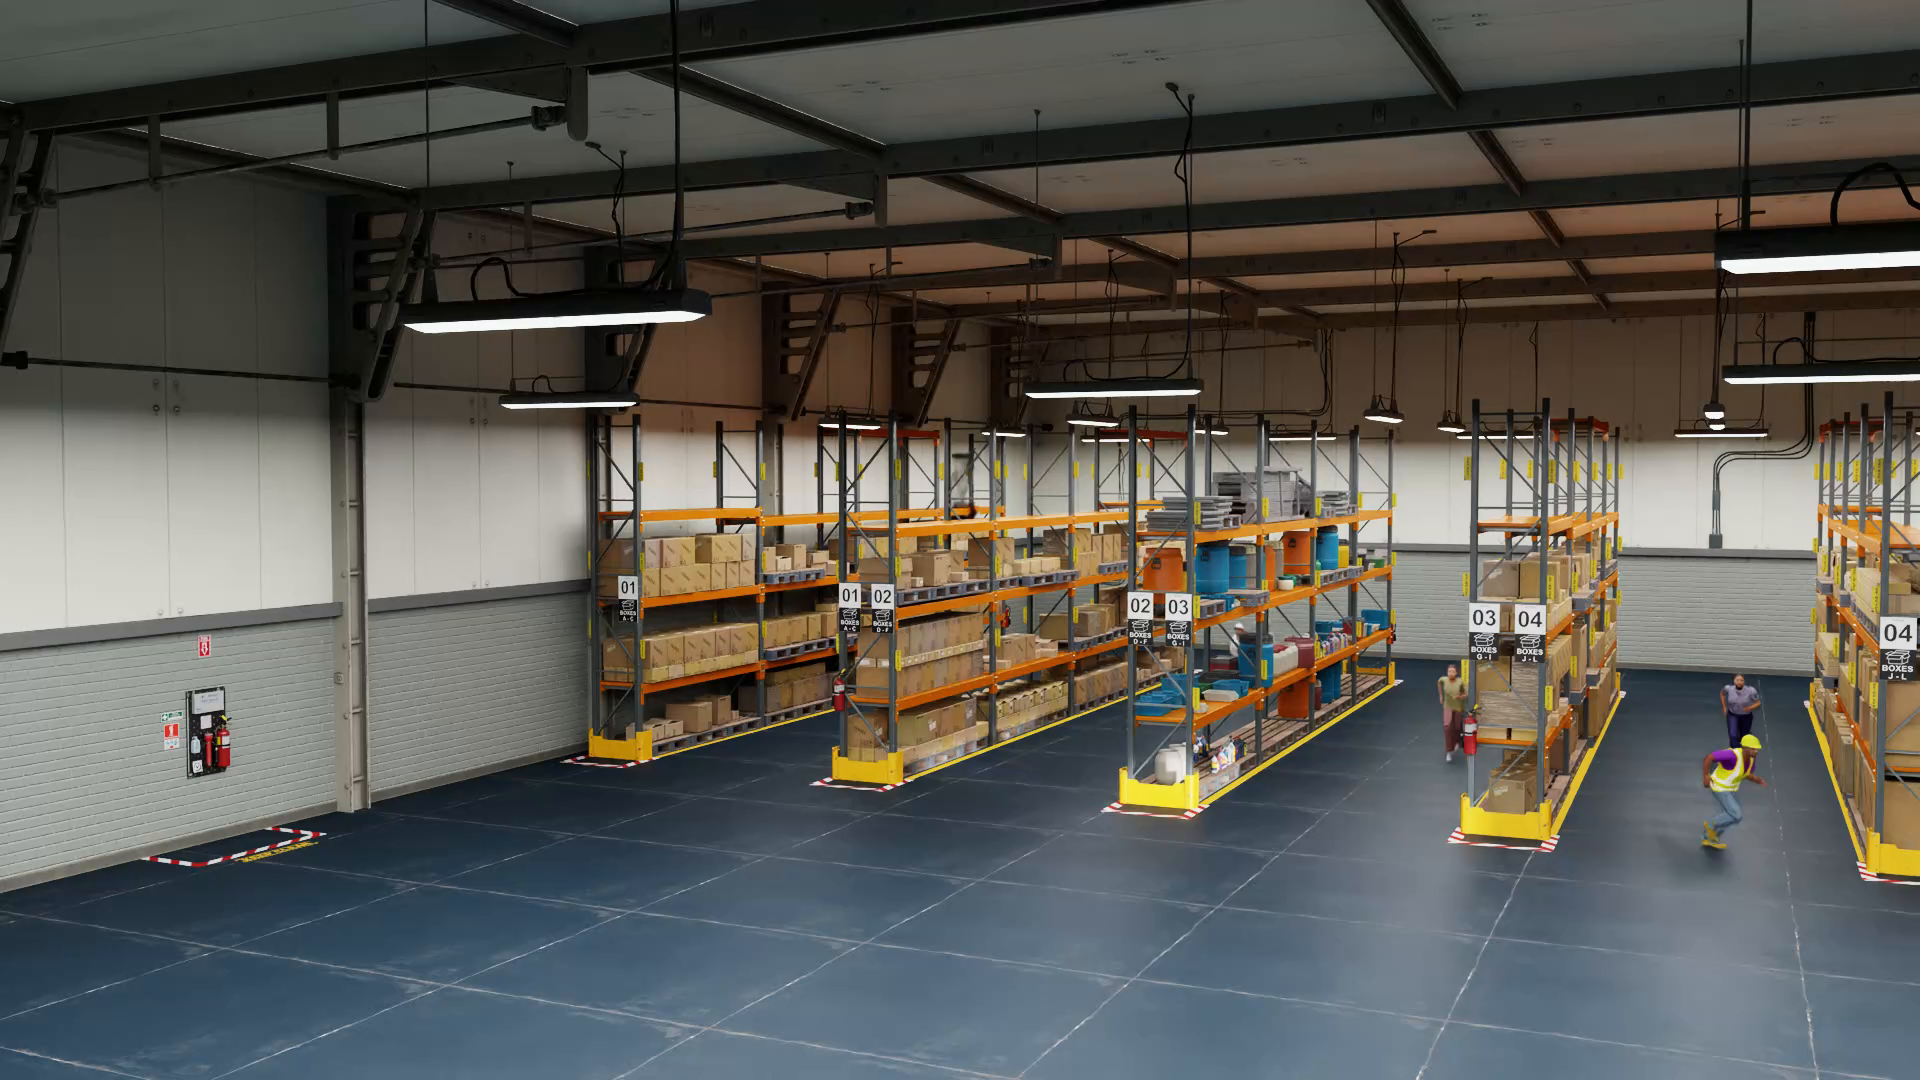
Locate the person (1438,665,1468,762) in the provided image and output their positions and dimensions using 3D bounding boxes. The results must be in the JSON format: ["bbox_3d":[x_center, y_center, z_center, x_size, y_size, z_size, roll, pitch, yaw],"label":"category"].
[{"bbox_3d":[8.645,2.989,29.081,0.579,1.673,1.022,1,2,20],"label":"person"}]

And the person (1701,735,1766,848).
[{"bbox_3d":[10.109,3.313,21.837,0.736,1.578,0.835,-1,3,-30],"label":"person"}]

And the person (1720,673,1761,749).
[{"bbox_3d":[13.139,3.050,28.018,0.607,1.657,1.042,1,3,22],"label":"person"}]

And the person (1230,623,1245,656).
[{"bbox_3d":[5.987,2.669,35.379,0.637,1.813,0.834,1,3,29],"label":"person"}]
